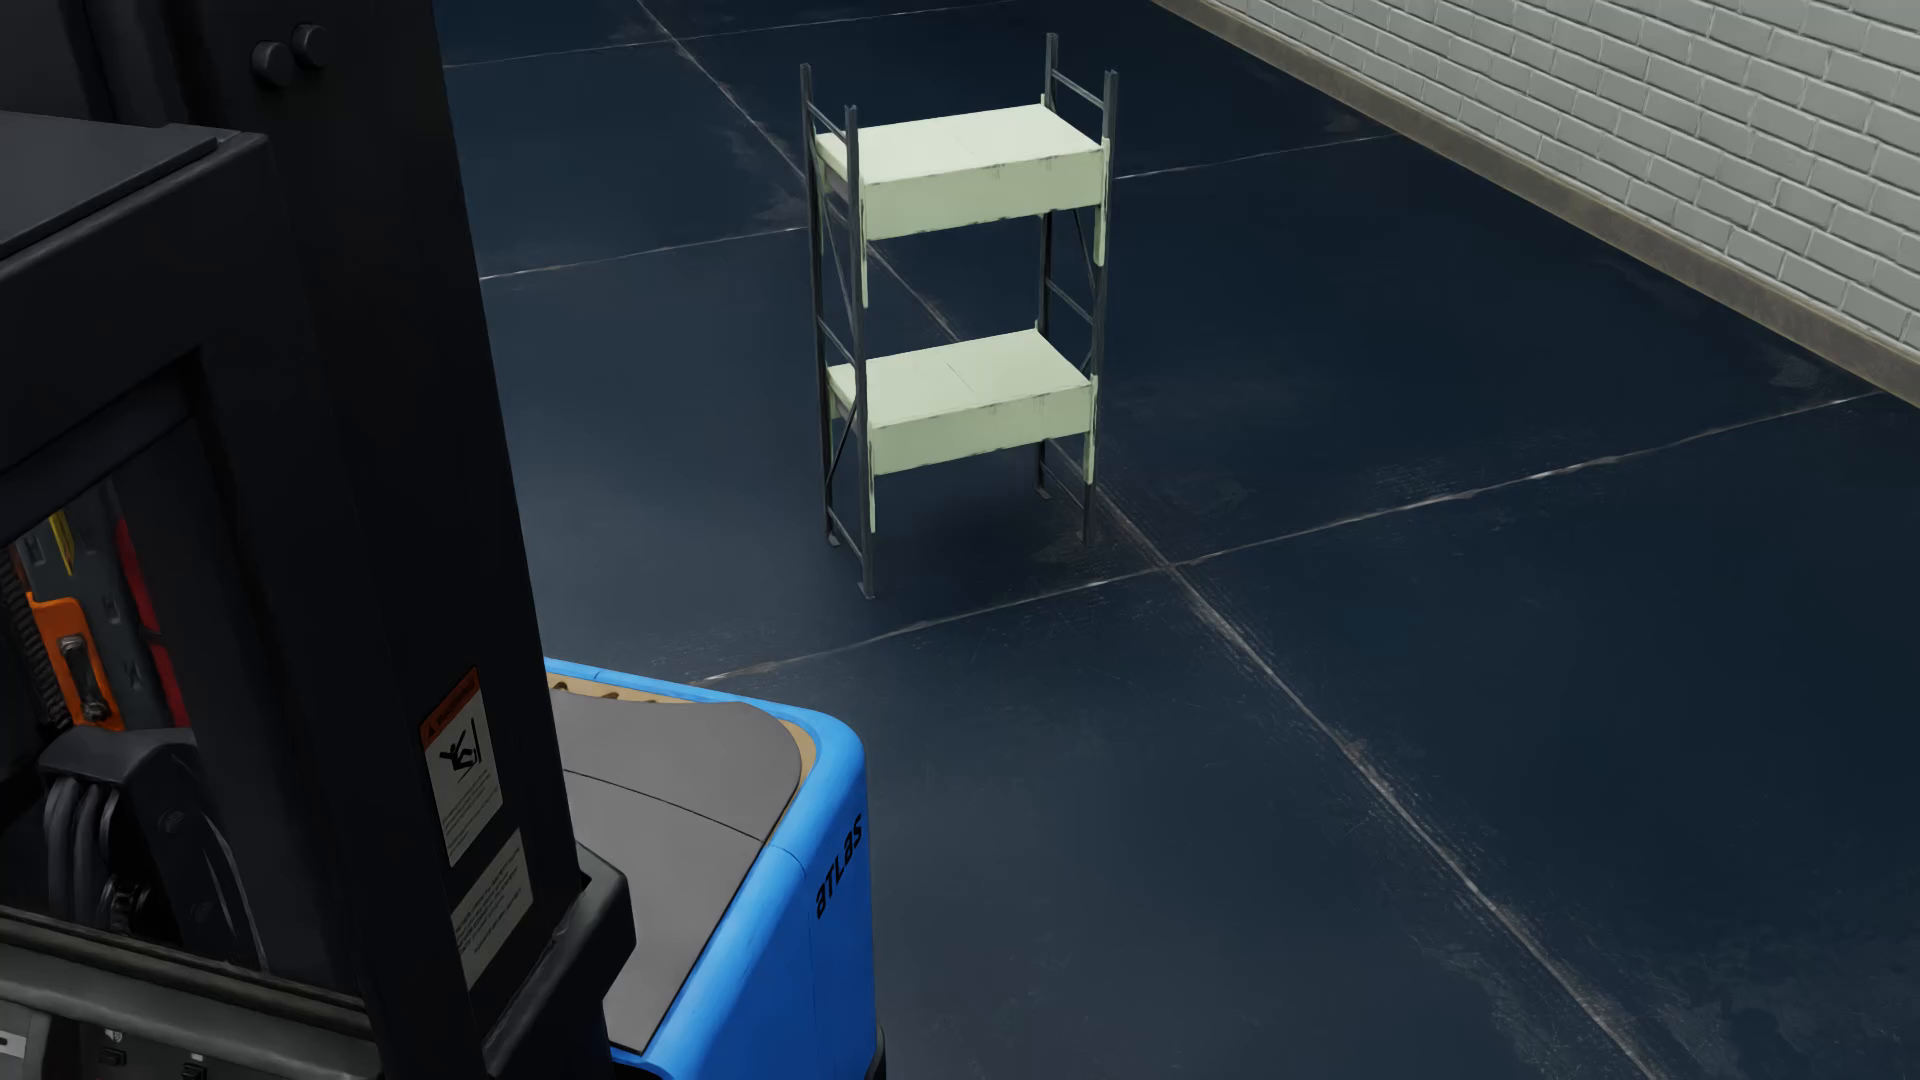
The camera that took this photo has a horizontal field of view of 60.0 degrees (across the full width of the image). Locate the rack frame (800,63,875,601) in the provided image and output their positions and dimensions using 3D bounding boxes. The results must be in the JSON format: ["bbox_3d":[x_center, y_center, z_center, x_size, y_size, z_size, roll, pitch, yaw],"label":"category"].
[{"bbox_3d":[-0.344,-0.550,4.720,0.023,1.500,0.400,-13,35,-19],"label":"rack frame"}]

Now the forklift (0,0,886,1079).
[{"bbox_3d":[-1.064,0.665,1.541,1.130,2.935,3.031,9,34,14],"label":"forklift"}]

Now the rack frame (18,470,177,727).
[{"bbox_3d":[-1.614,-0.313,2.981,0.127,3.000,1.000,-13,35,-19],"label":"rack frame"}]

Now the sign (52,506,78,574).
[{"bbox_3d":[-1.386,-0.108,2.516,0.005,0.325,0.100,-13,35,-19],"label":"sign"}]

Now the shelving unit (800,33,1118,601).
[{"bbox_3d":[-0.006,-0.627,4.839,0.755,1.500,0.431,-13,35,-19],"label":"shelving unit"}]

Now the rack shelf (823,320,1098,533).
[{"bbox_3d":[-0.006,-0.354,5.017,0.720,0.370,0.431,-13,35,-19],"label":"rack shelf"}]

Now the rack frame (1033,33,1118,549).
[{"bbox_3d":[0.331,-0.704,4.958,0.023,1.500,0.400,-13,35,-19],"label":"rack frame"}]

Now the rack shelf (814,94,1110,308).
[{"bbox_3d":[-0.006,-0.954,4.626,0.720,0.370,0.431,-13,35,-19],"label":"rack shelf"}]

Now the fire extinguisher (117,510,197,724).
[{"bbox_3d":[-1.299,0.072,2.801,0.183,0.674,0.296,-13,35,-19],"label":"fire extinguisher"}]

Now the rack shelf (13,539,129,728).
[{"bbox_3d":[-3.458,0.411,2.528,4.000,0.370,1.077,-13,35,-19],"label":"rack shelf"}]
